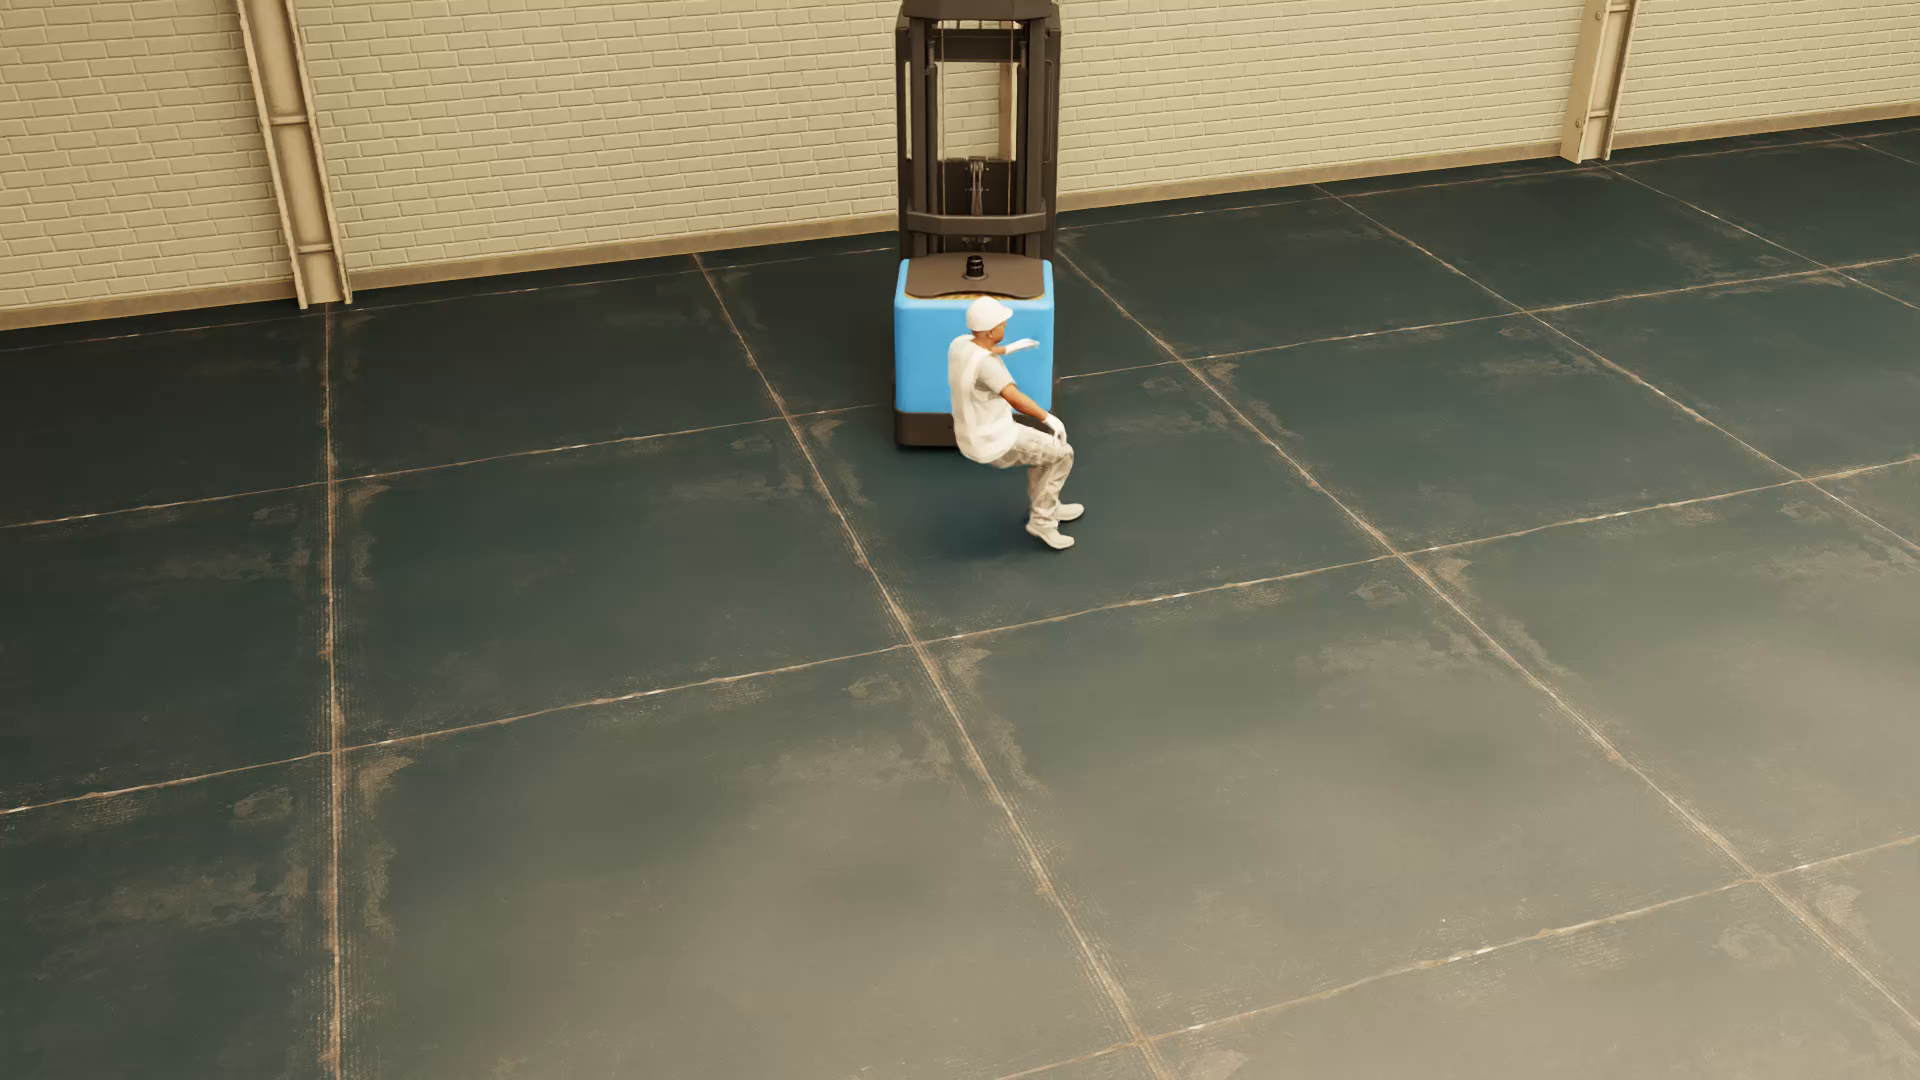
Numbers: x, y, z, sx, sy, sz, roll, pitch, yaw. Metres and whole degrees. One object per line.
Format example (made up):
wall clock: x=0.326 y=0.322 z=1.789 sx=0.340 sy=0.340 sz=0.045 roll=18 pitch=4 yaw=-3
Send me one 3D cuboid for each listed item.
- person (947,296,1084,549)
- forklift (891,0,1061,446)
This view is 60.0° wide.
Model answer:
person: x=0.380 y=-0.702 z=9.712 sx=0.882 sy=1.543 sz=1.027 roll=-16 pitch=33 yaw=-25
forklift: x=0.124 y=-2.578 z=11.568 sx=1.130 sy=2.935 sz=3.031 roll=1 pitch=30 yaw=1
